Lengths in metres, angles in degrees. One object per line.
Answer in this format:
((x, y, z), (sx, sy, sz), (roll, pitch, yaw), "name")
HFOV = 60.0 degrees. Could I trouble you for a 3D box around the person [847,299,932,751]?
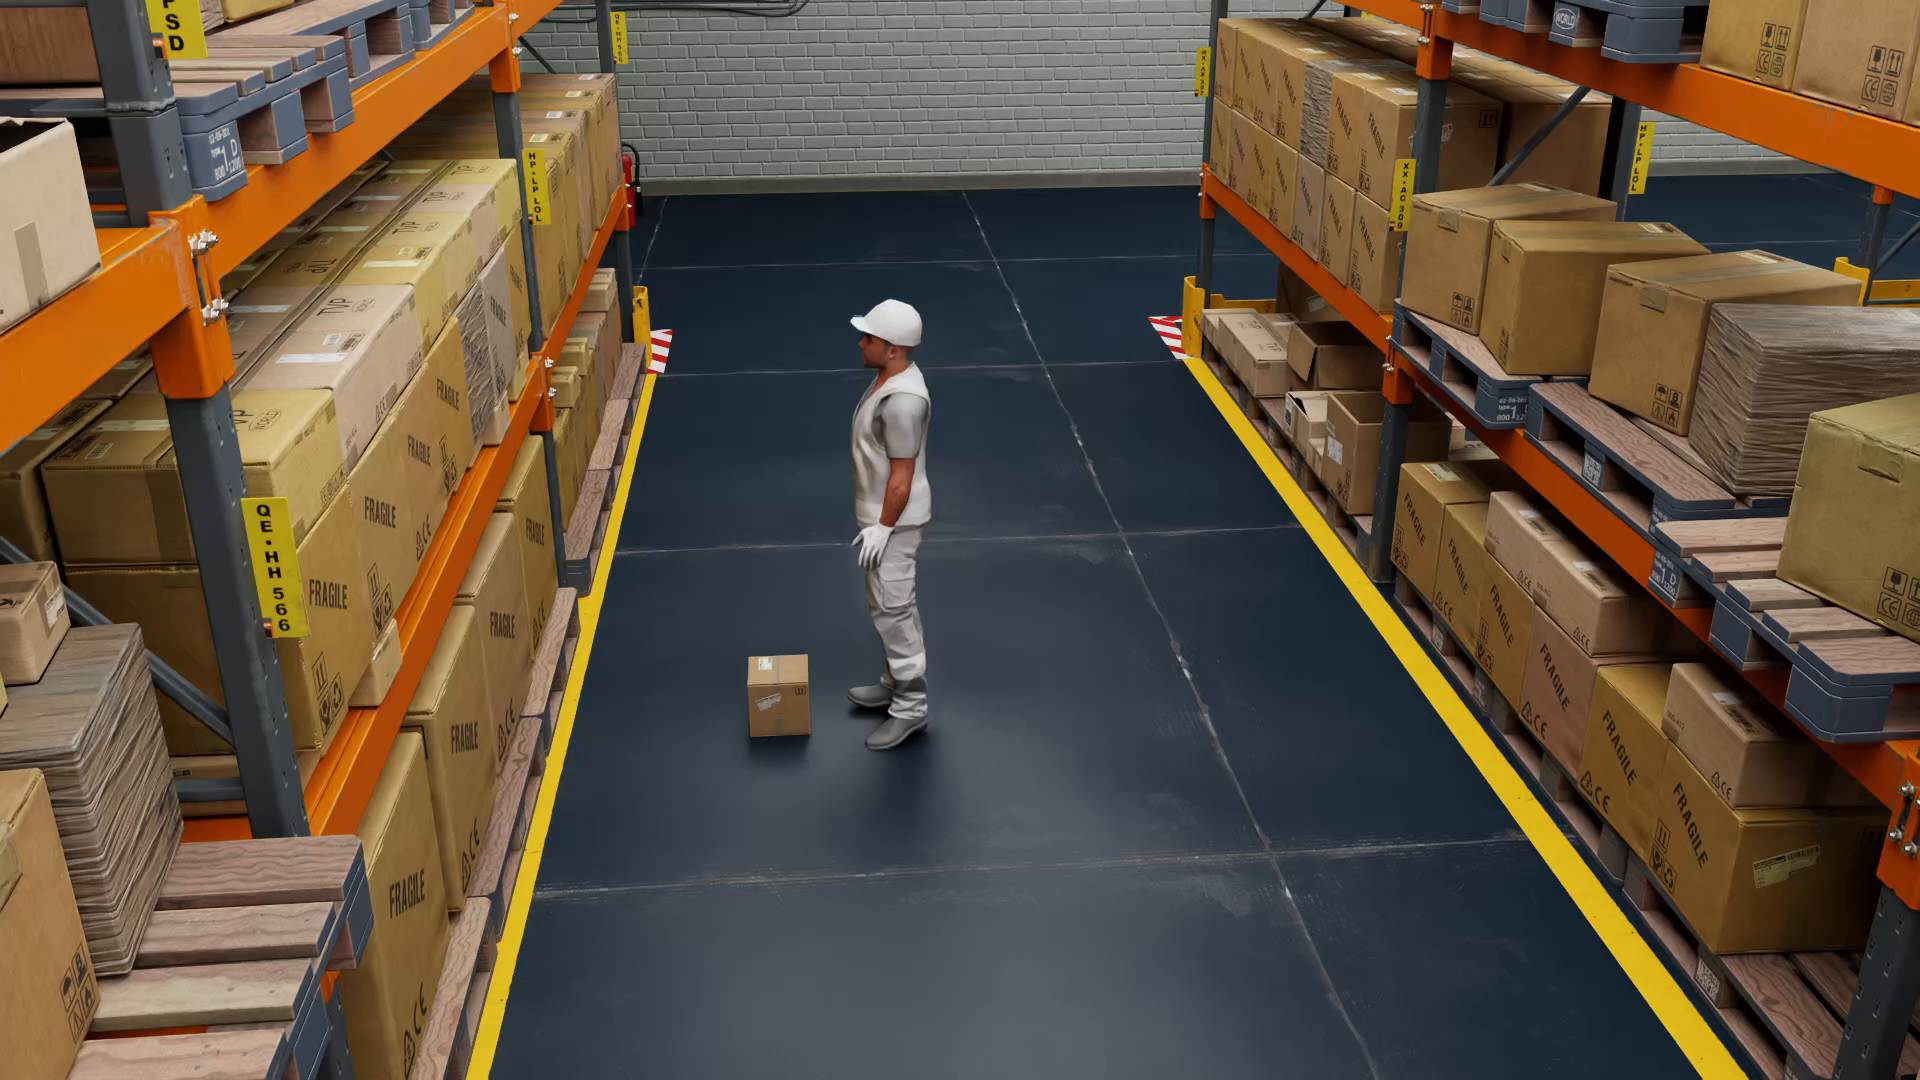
((-0.295, -0.077, 6.717), (0.361, 1.818, 0.556), (-2, 24, -4), "person")
